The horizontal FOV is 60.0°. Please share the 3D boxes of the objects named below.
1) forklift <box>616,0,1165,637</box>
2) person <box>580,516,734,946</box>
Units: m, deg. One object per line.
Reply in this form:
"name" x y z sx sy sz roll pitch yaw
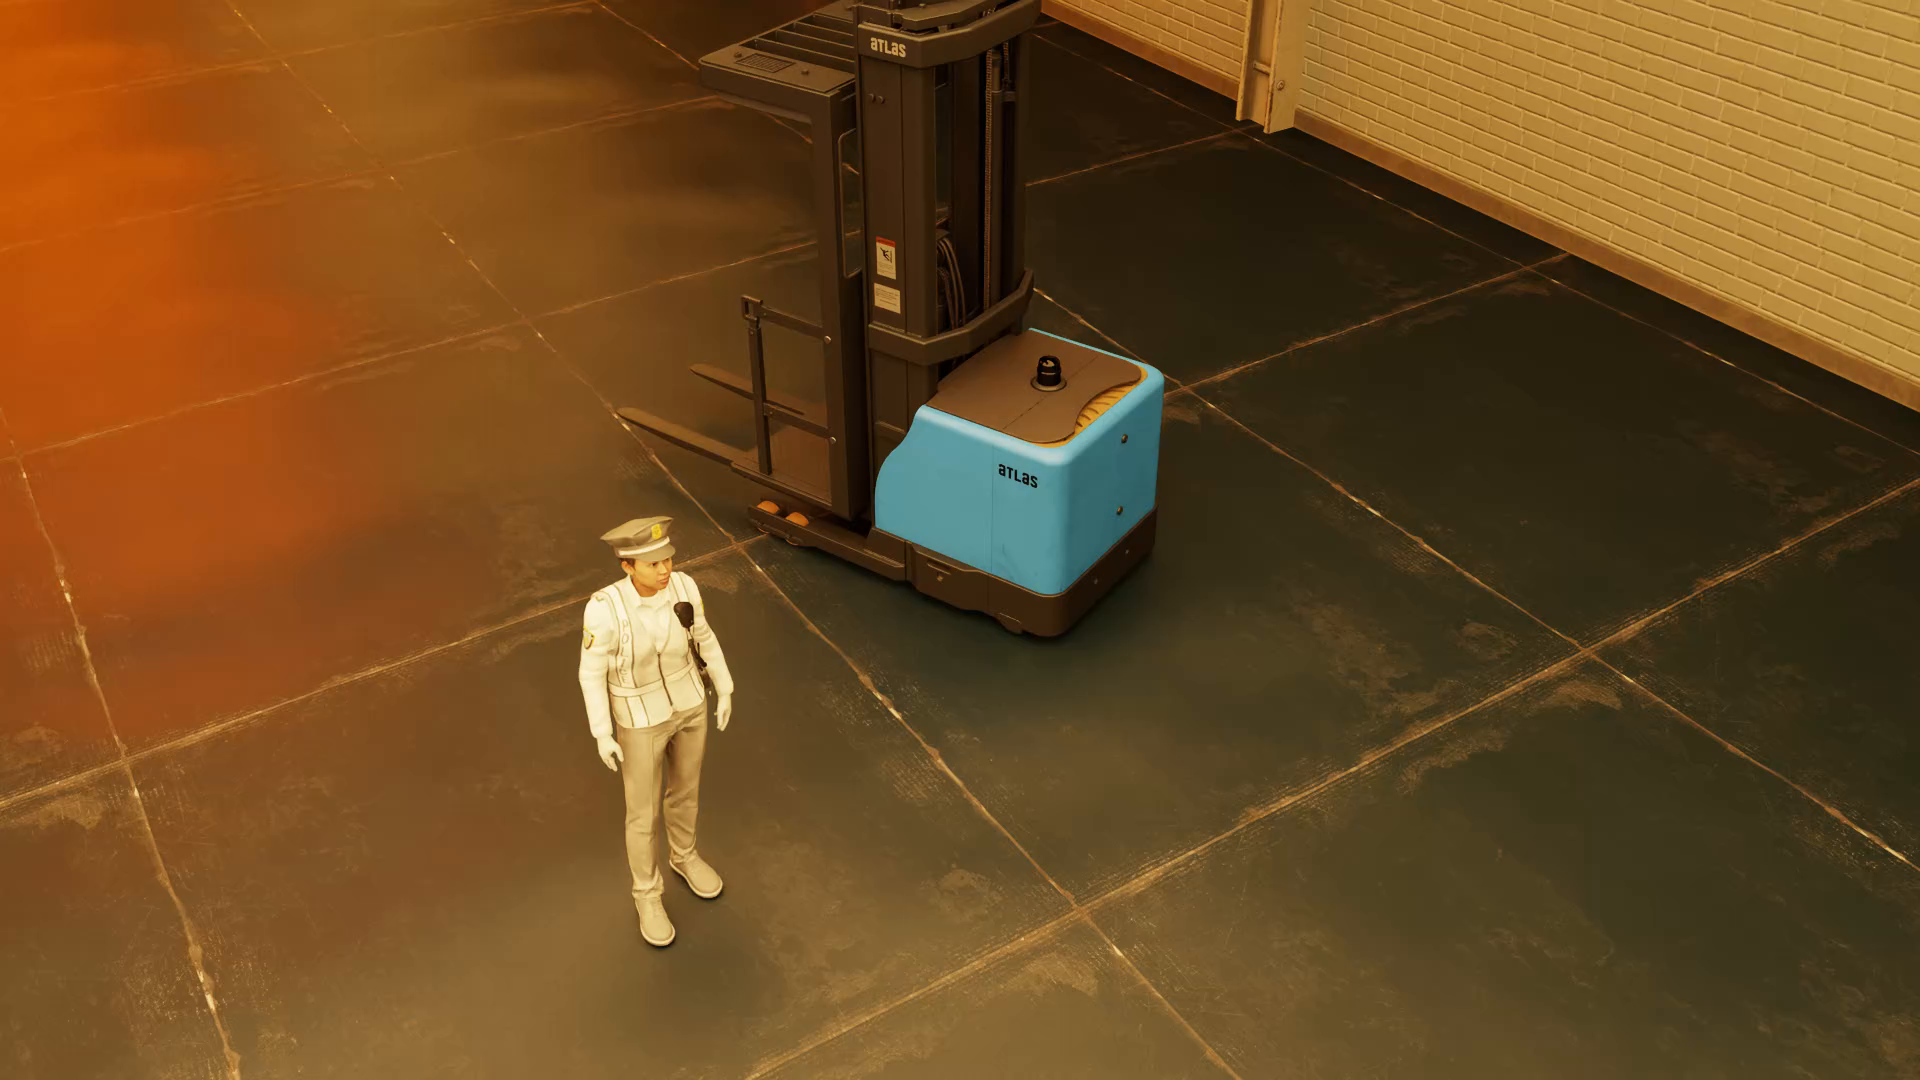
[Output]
"forklift" -0.500 -1.399 8.138 3.031 2.935 1.130 22 41 28
"person" -1.093 0.680 6.243 0.588 1.694 0.529 -22 41 -29
